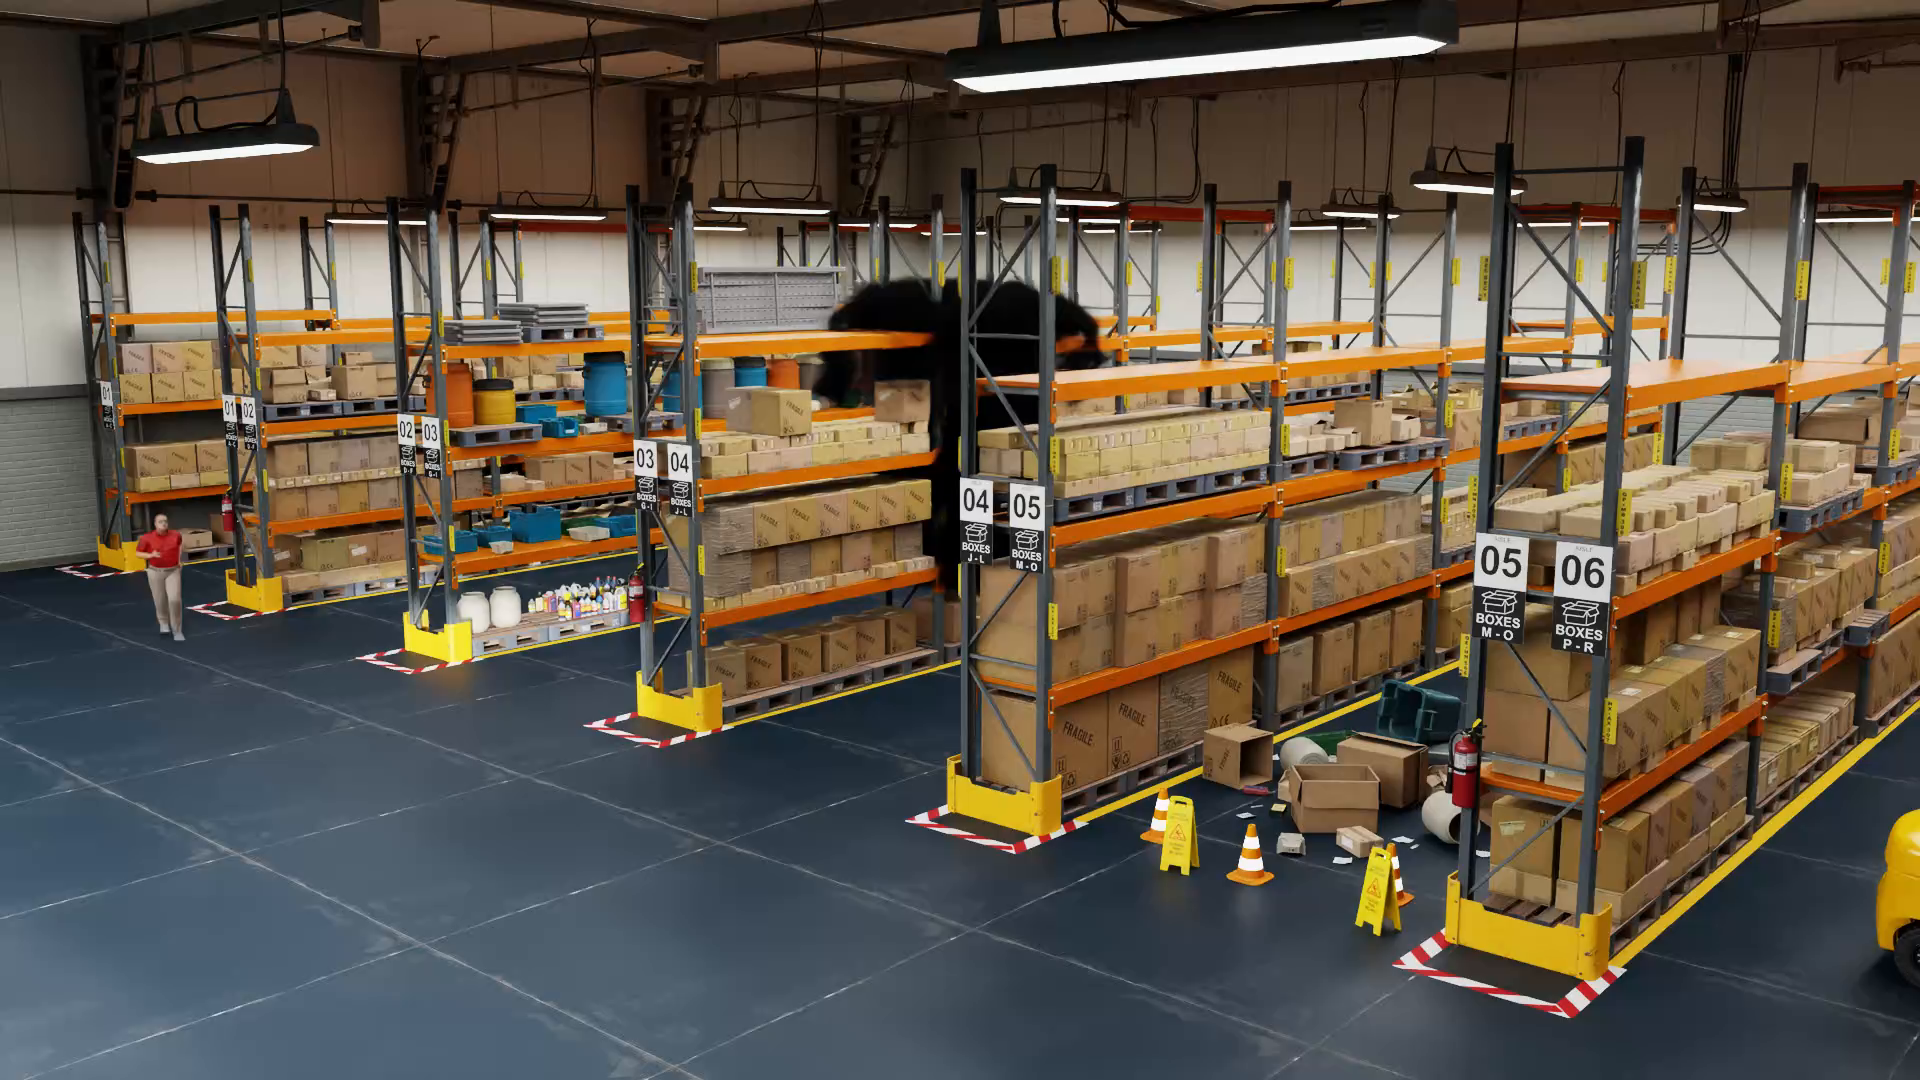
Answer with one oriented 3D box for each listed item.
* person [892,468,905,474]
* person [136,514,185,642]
[{"bbox_3d":[-1.090,-0.907,30.944,0.616,1.600,0.824,8,13,41],"label":"person"},{"bbox_3d":[-11.038,0.531,23.018,0.627,1.802,0.803,-6,11,-32],"label":"person"}]
